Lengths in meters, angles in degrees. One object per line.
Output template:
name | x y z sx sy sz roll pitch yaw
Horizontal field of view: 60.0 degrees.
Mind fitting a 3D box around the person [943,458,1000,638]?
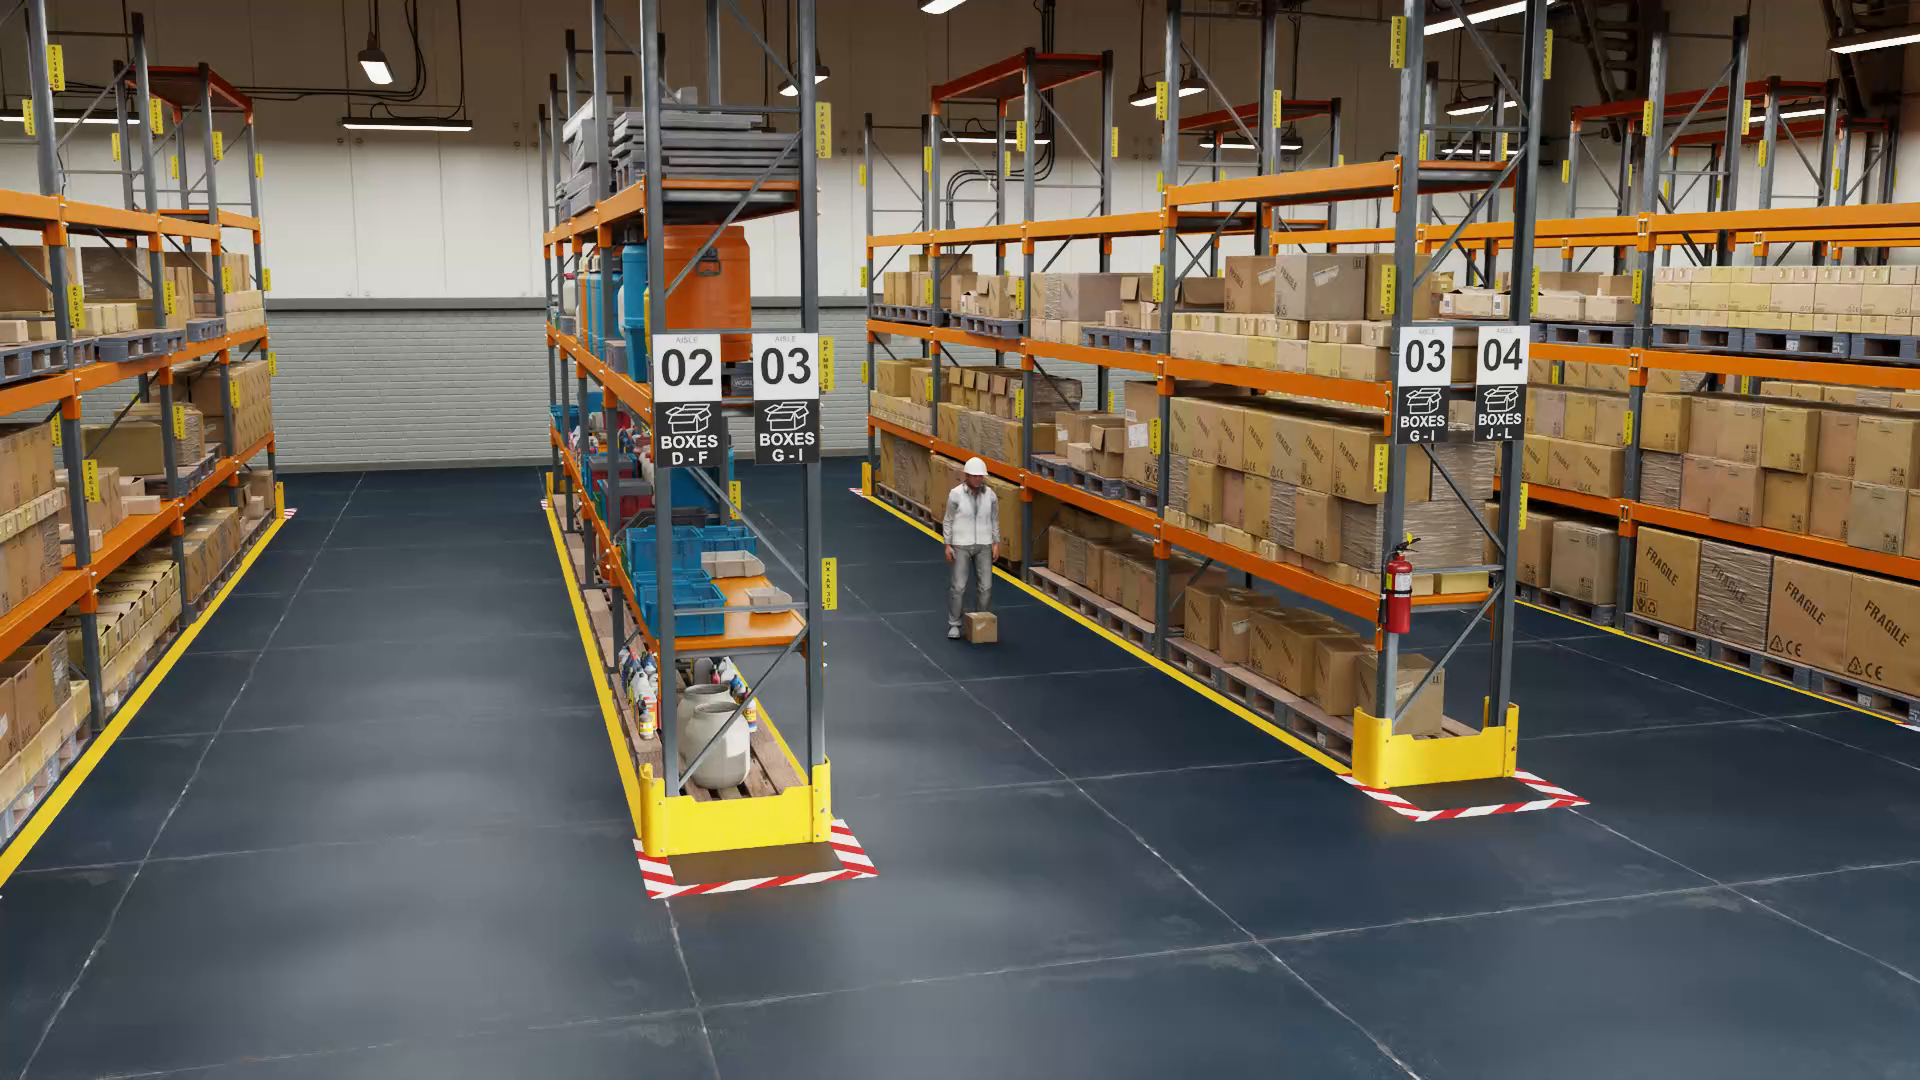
person | 0.117 0.064 16.390 0.580 1.771 0.461 -3 10 -16
